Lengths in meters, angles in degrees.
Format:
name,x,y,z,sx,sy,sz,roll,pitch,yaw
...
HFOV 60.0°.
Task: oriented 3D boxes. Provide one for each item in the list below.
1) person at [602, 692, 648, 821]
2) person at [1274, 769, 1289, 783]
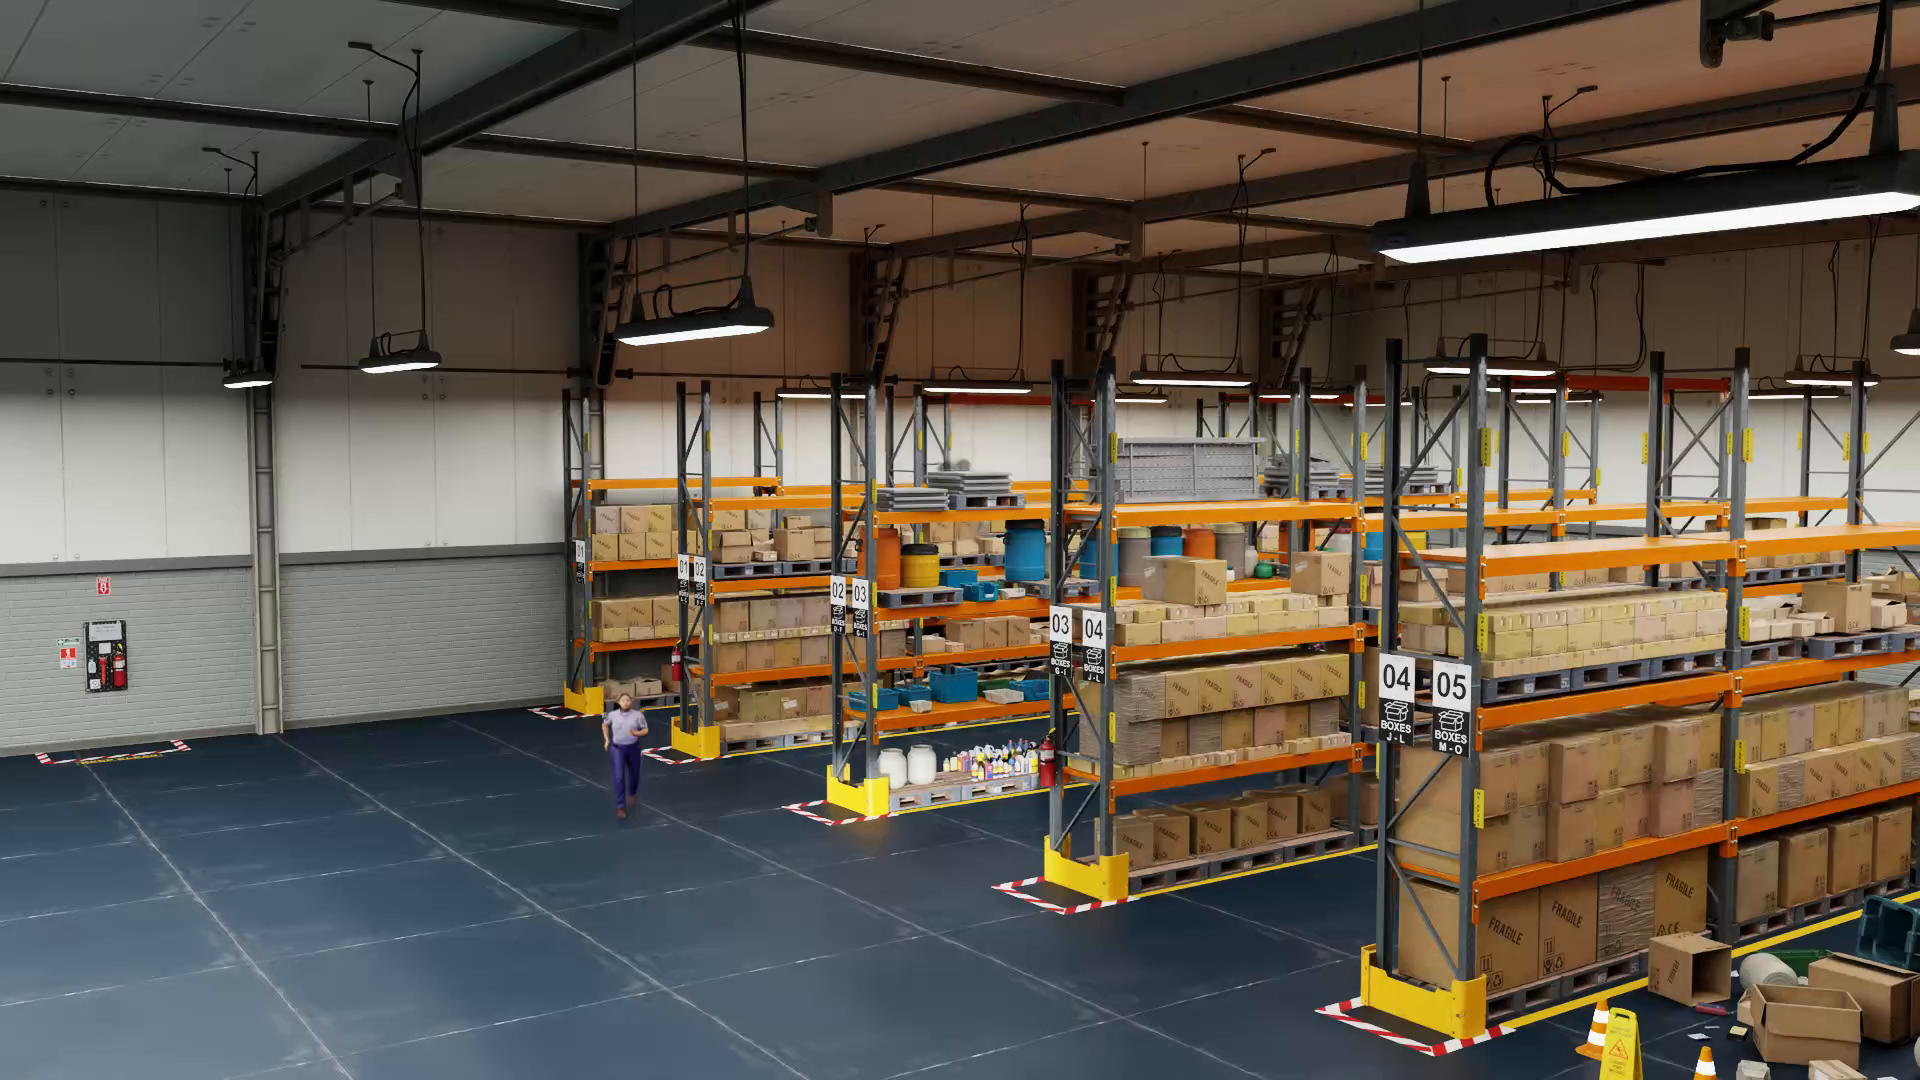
name,x,y,z,sx,sy,sz,roll,pitch,yaw
person,-4.519,2.886,22.491,0.601,1.633,0.937,-1,4,-15
person,4.987,2.696,24.924,0.738,1.853,0.971,4,5,44
